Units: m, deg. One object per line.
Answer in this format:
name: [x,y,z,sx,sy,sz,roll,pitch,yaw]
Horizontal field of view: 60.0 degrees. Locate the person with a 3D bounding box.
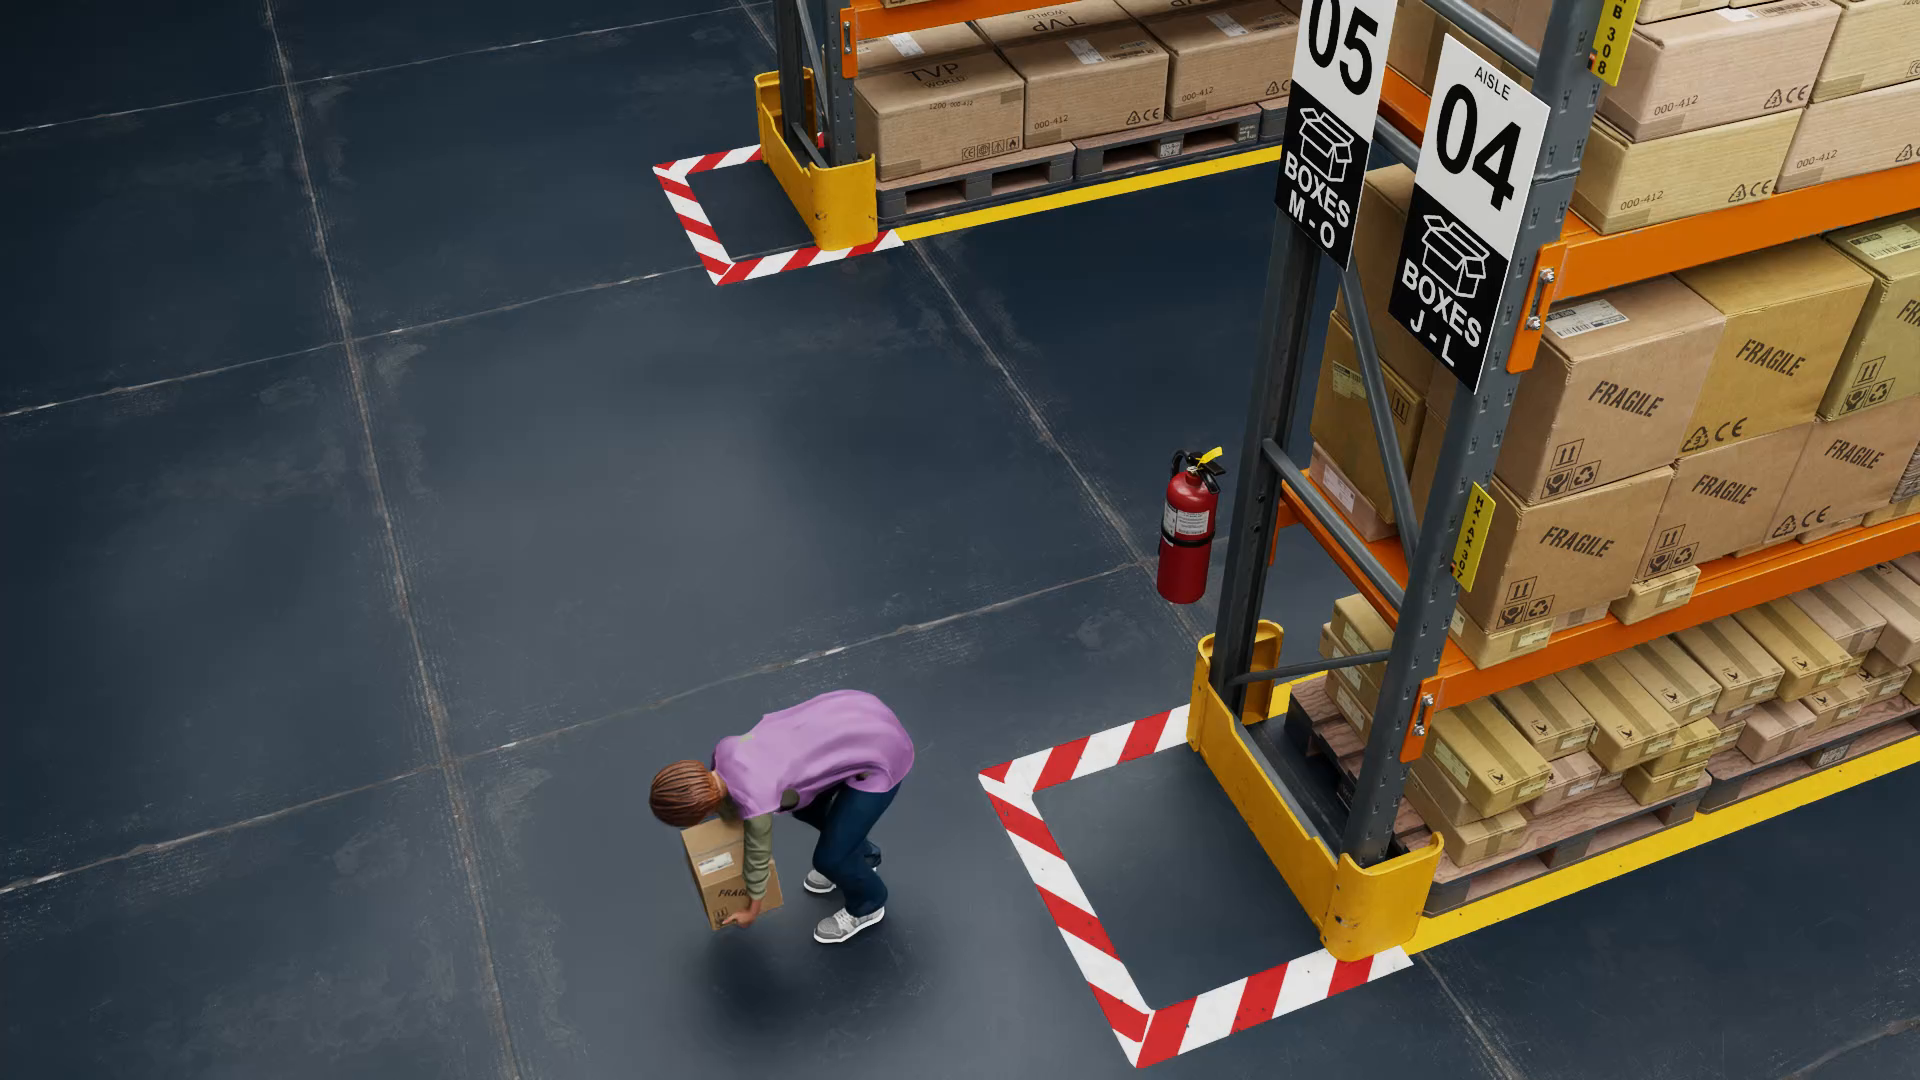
person: [-0.570,0.972,5.545,0.871,1.001,0.390,-17,45,-18]
